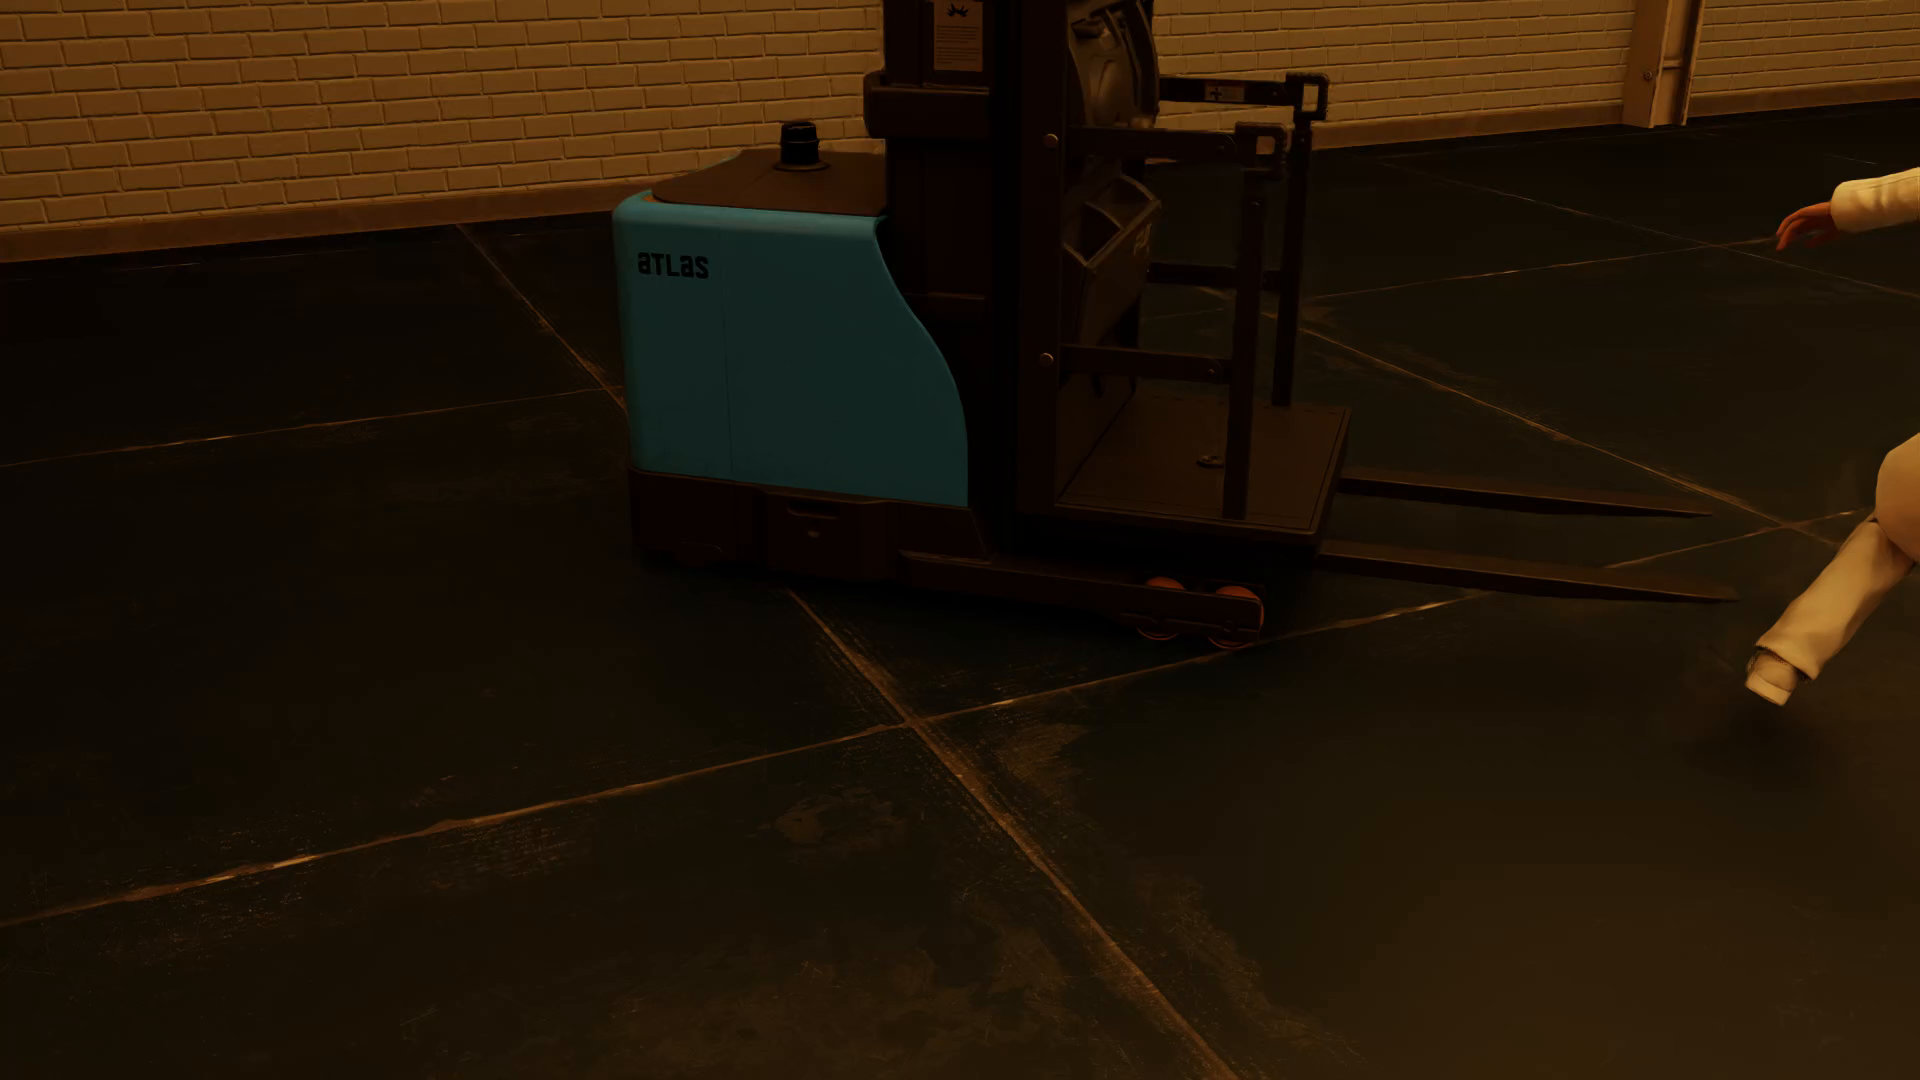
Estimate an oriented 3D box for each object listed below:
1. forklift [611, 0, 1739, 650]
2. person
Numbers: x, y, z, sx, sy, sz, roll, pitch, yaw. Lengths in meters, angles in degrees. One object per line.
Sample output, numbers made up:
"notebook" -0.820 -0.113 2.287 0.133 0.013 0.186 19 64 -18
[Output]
"forklift" 0.601 -1.290 4.391 3.031 2.935 1.130 7 23 16
"person" 2.332 -0.163 3.581 0.795 1.491 1.231 -15 27 -32
